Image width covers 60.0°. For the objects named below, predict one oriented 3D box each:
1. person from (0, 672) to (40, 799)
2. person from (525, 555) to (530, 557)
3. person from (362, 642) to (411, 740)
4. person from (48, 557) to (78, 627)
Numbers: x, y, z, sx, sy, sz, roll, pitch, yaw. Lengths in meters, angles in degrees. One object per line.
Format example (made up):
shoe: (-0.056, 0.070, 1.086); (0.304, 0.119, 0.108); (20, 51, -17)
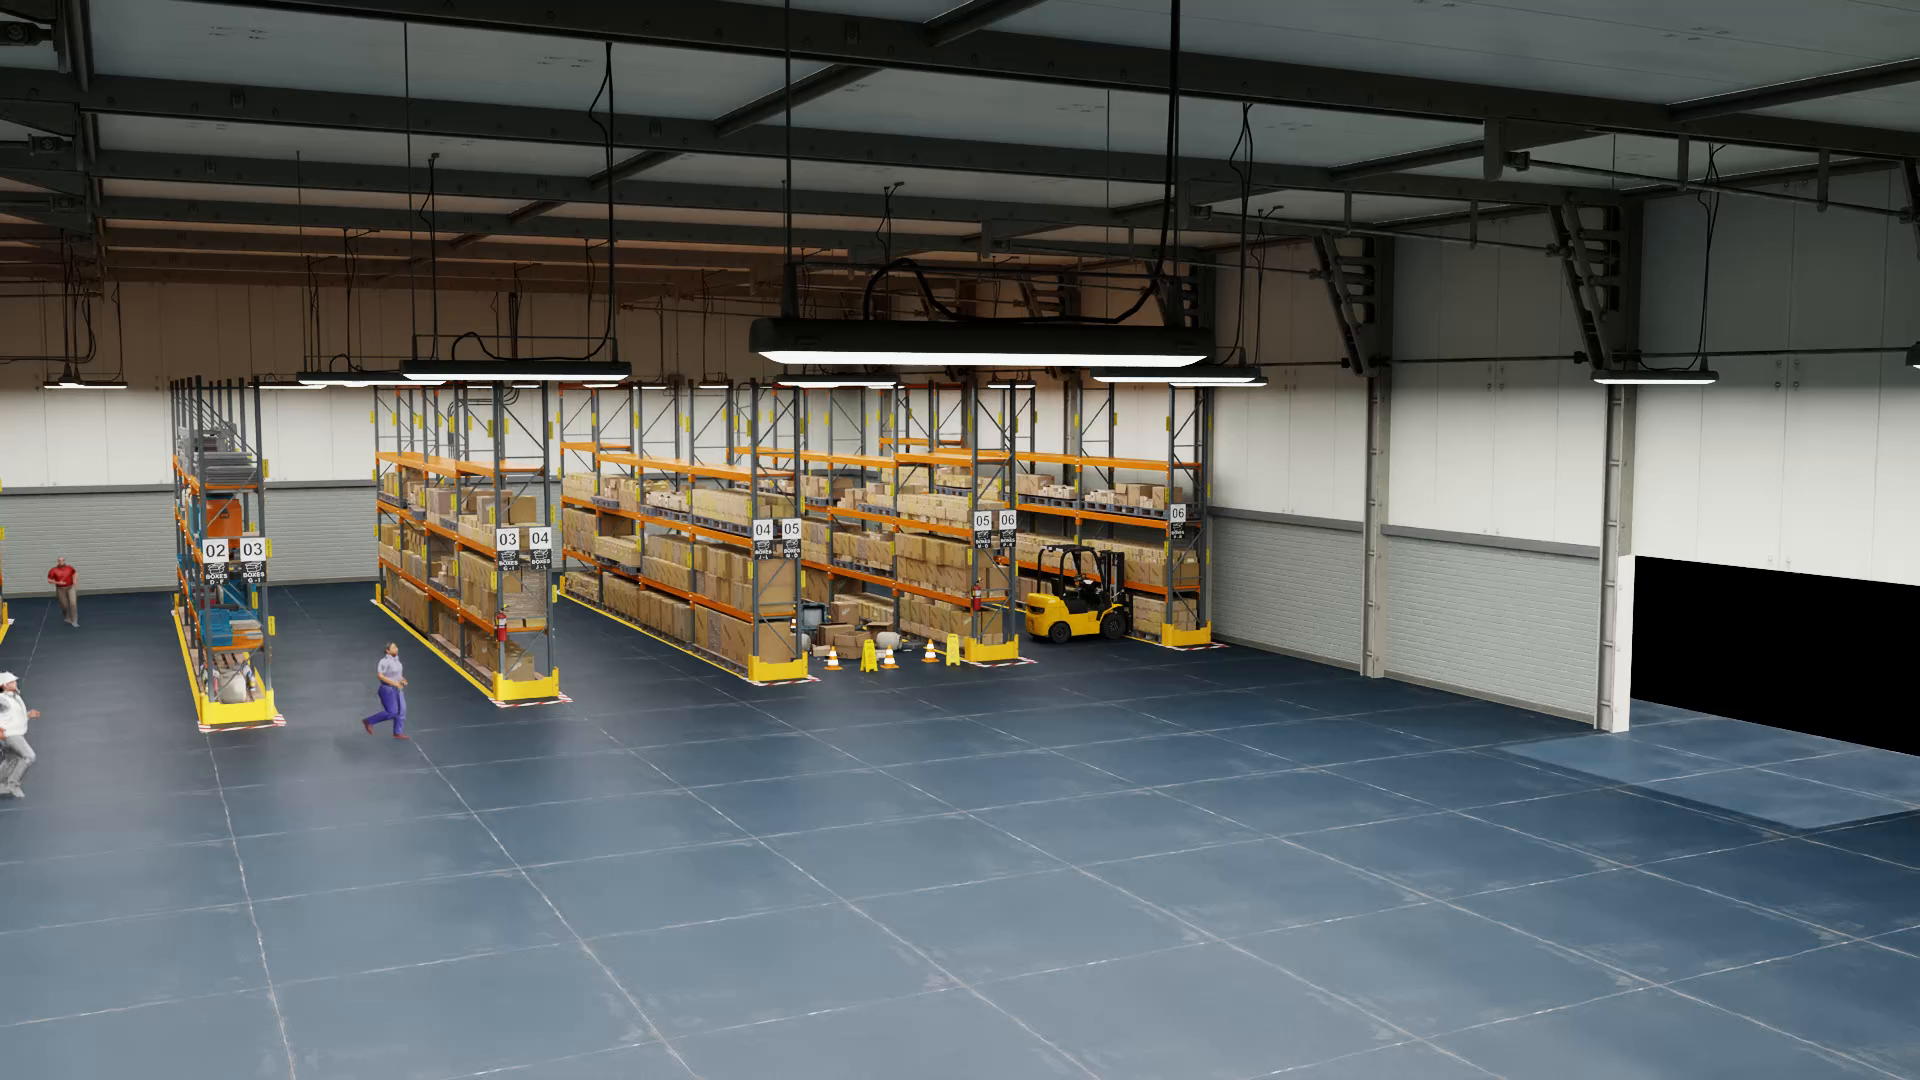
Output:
person: (-13.365, 2.757, 23.471); (0.715, 1.793, 0.625); (-1, 5, -12)
person: (-11.626, 0.908, 44.415); (0.733, 1.741, 0.730); (-2, 6, -24)
person: (-9.423, 2.492, 27.461); (0.673, 1.637, 0.612); (0, 5, 4)
person: (-21.927, 1.249, 40.682); (0.680, 1.708, 0.948); (-4, 6, -37)
